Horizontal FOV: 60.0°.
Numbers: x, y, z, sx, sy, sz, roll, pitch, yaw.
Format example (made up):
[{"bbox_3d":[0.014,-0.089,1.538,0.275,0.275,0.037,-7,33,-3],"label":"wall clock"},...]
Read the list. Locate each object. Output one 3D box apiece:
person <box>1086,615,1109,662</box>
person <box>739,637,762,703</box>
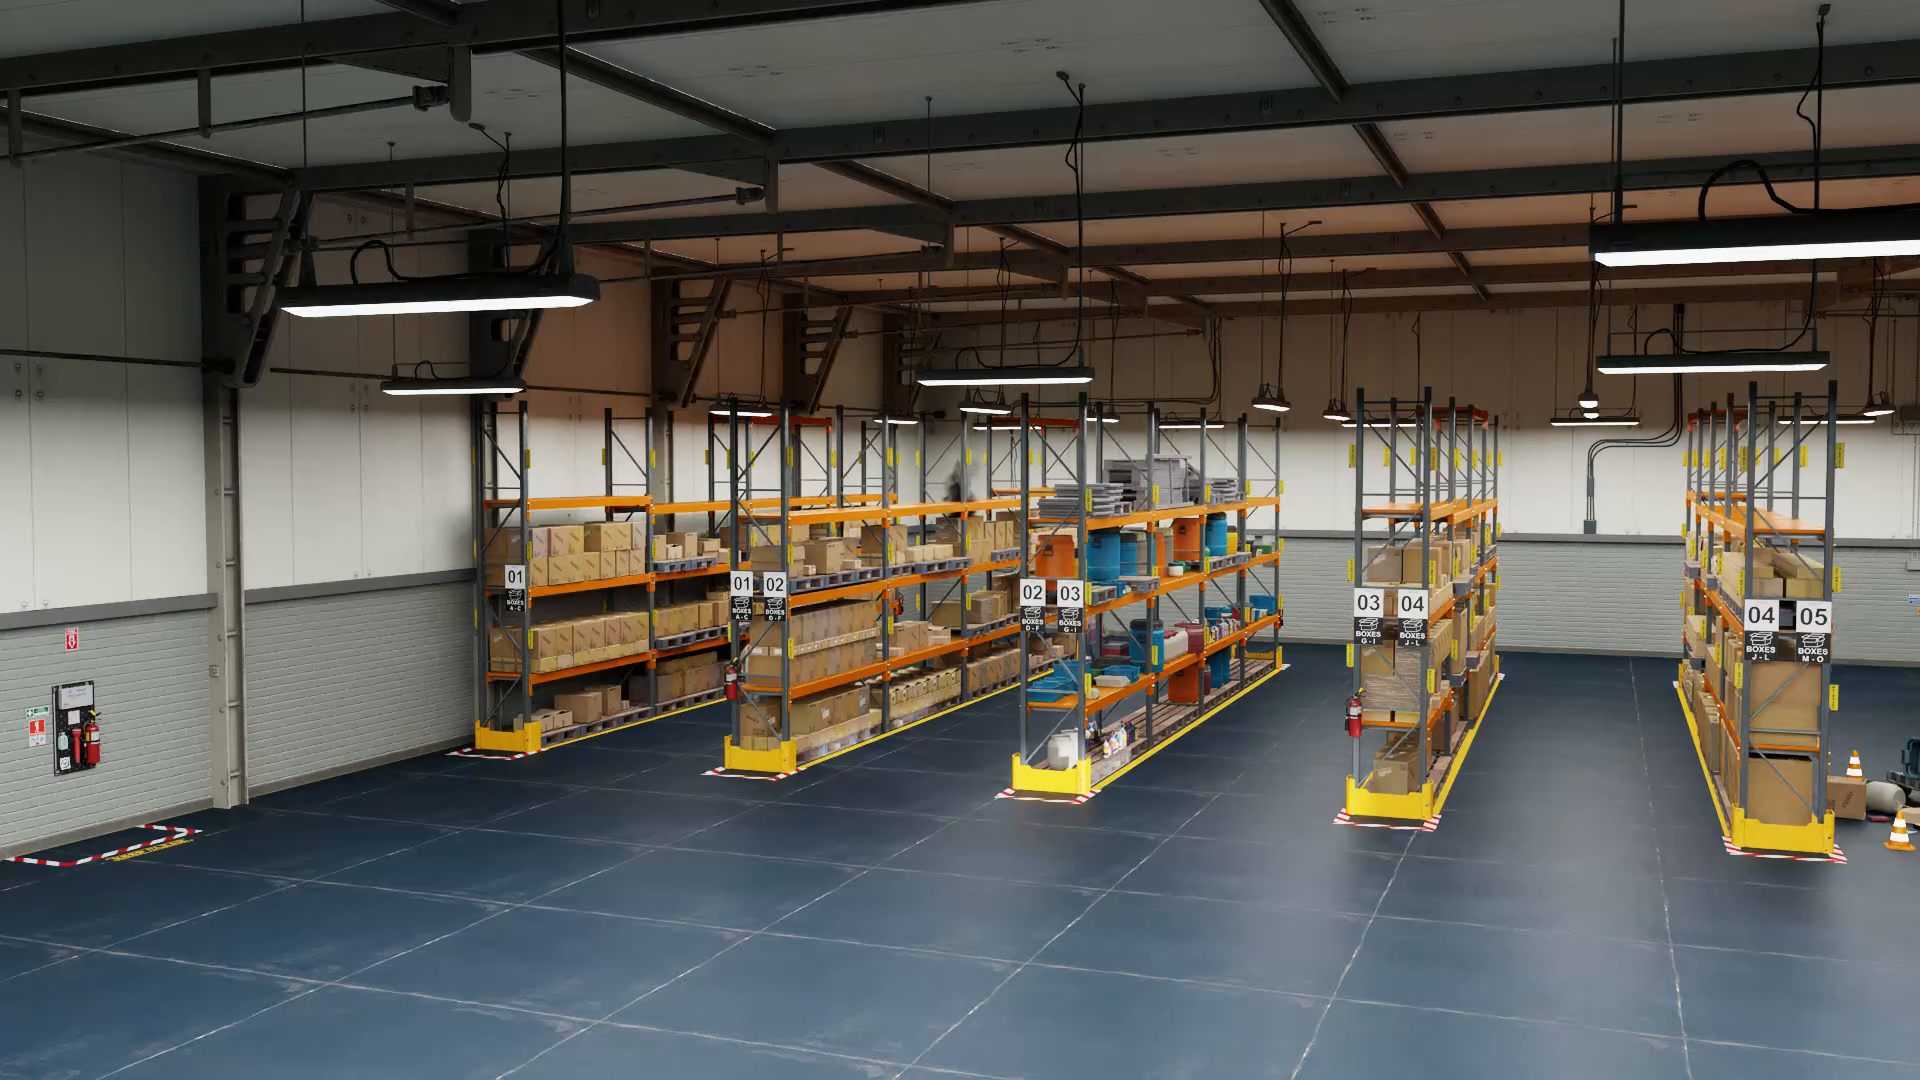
[{"bbox_3d":[3.099,2.383,37.541,0.558,1.591,0.920,1,3,19],"label":"person"},{"bbox_3d":[-3.816,2.607,31.224,0.708,1.773,0.758,1,3,11],"label":"person"}]
